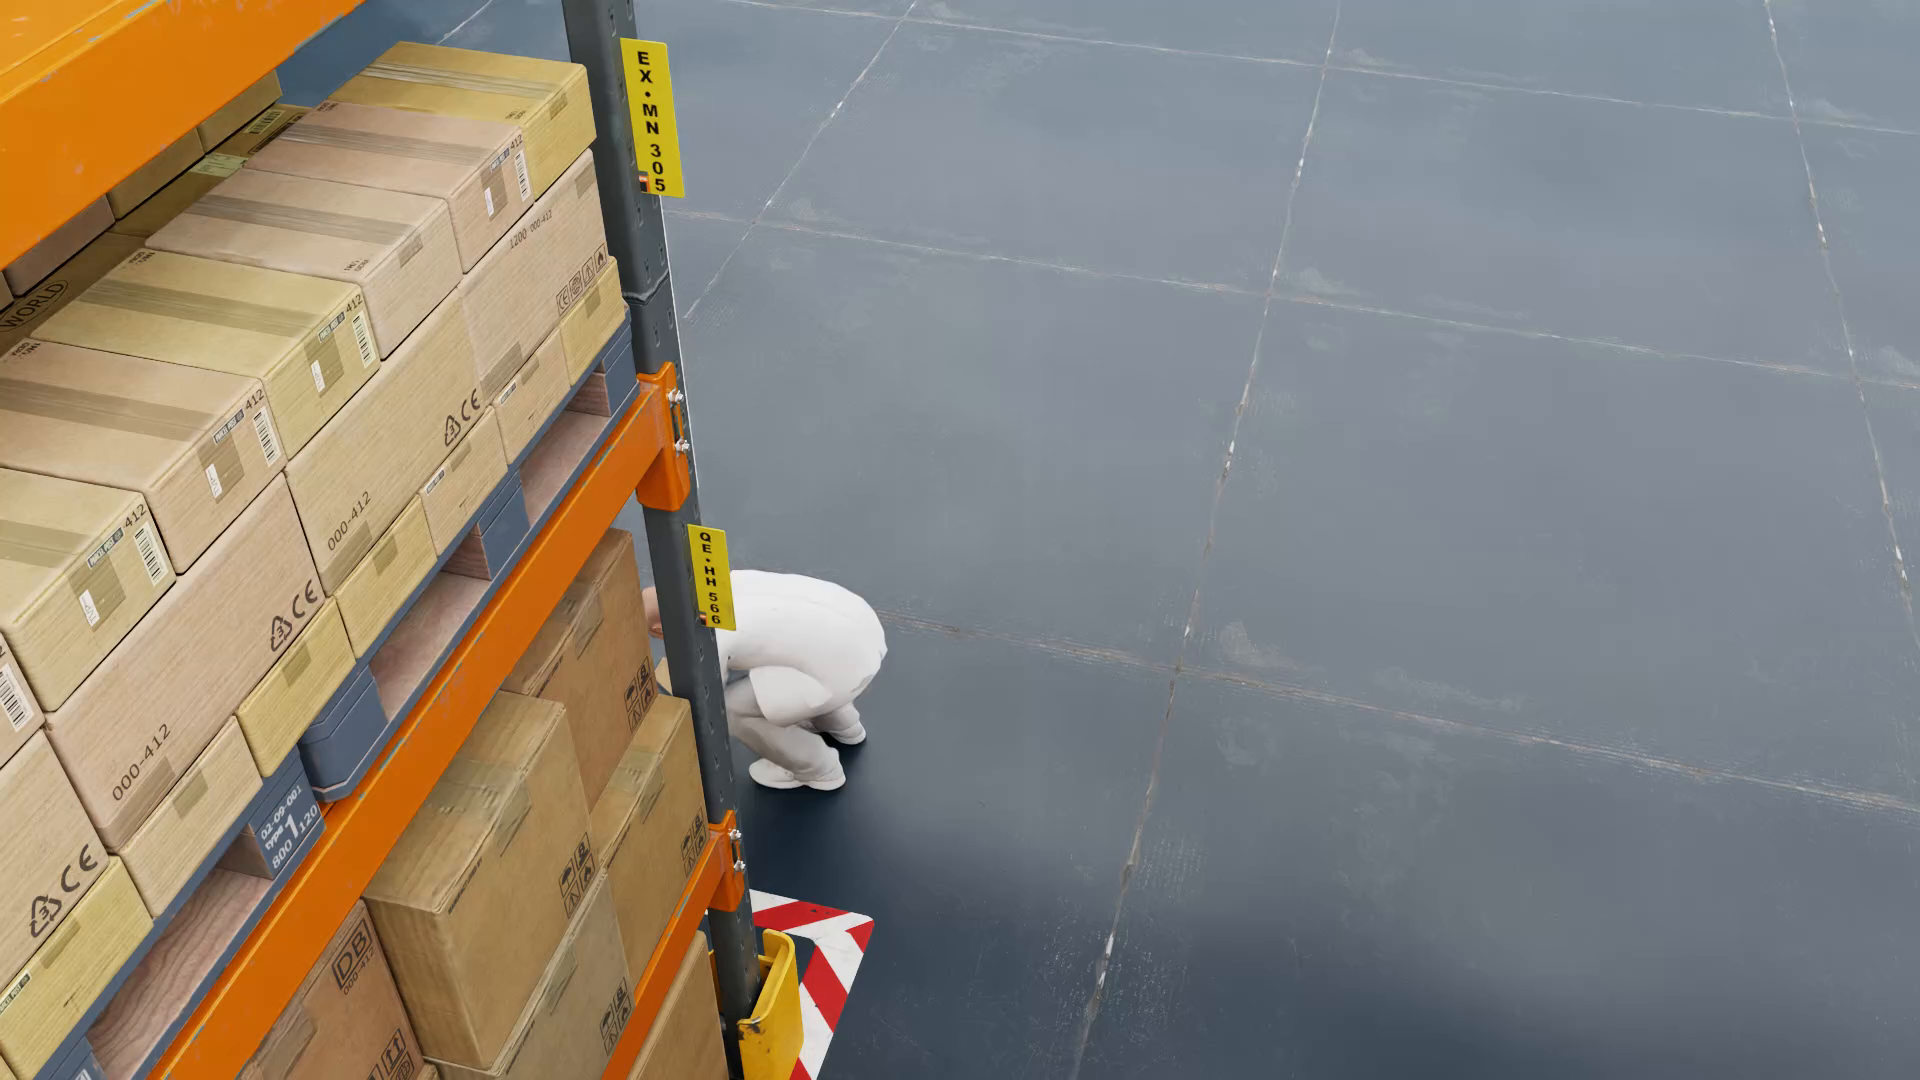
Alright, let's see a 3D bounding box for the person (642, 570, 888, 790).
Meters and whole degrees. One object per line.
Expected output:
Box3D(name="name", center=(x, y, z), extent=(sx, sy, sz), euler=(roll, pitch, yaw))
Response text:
Box3D(name="person", center=(-0.747, 0.509, 6.319), extent=(0.957, 0.848, 0.584), euler=(9, 41, 10))
